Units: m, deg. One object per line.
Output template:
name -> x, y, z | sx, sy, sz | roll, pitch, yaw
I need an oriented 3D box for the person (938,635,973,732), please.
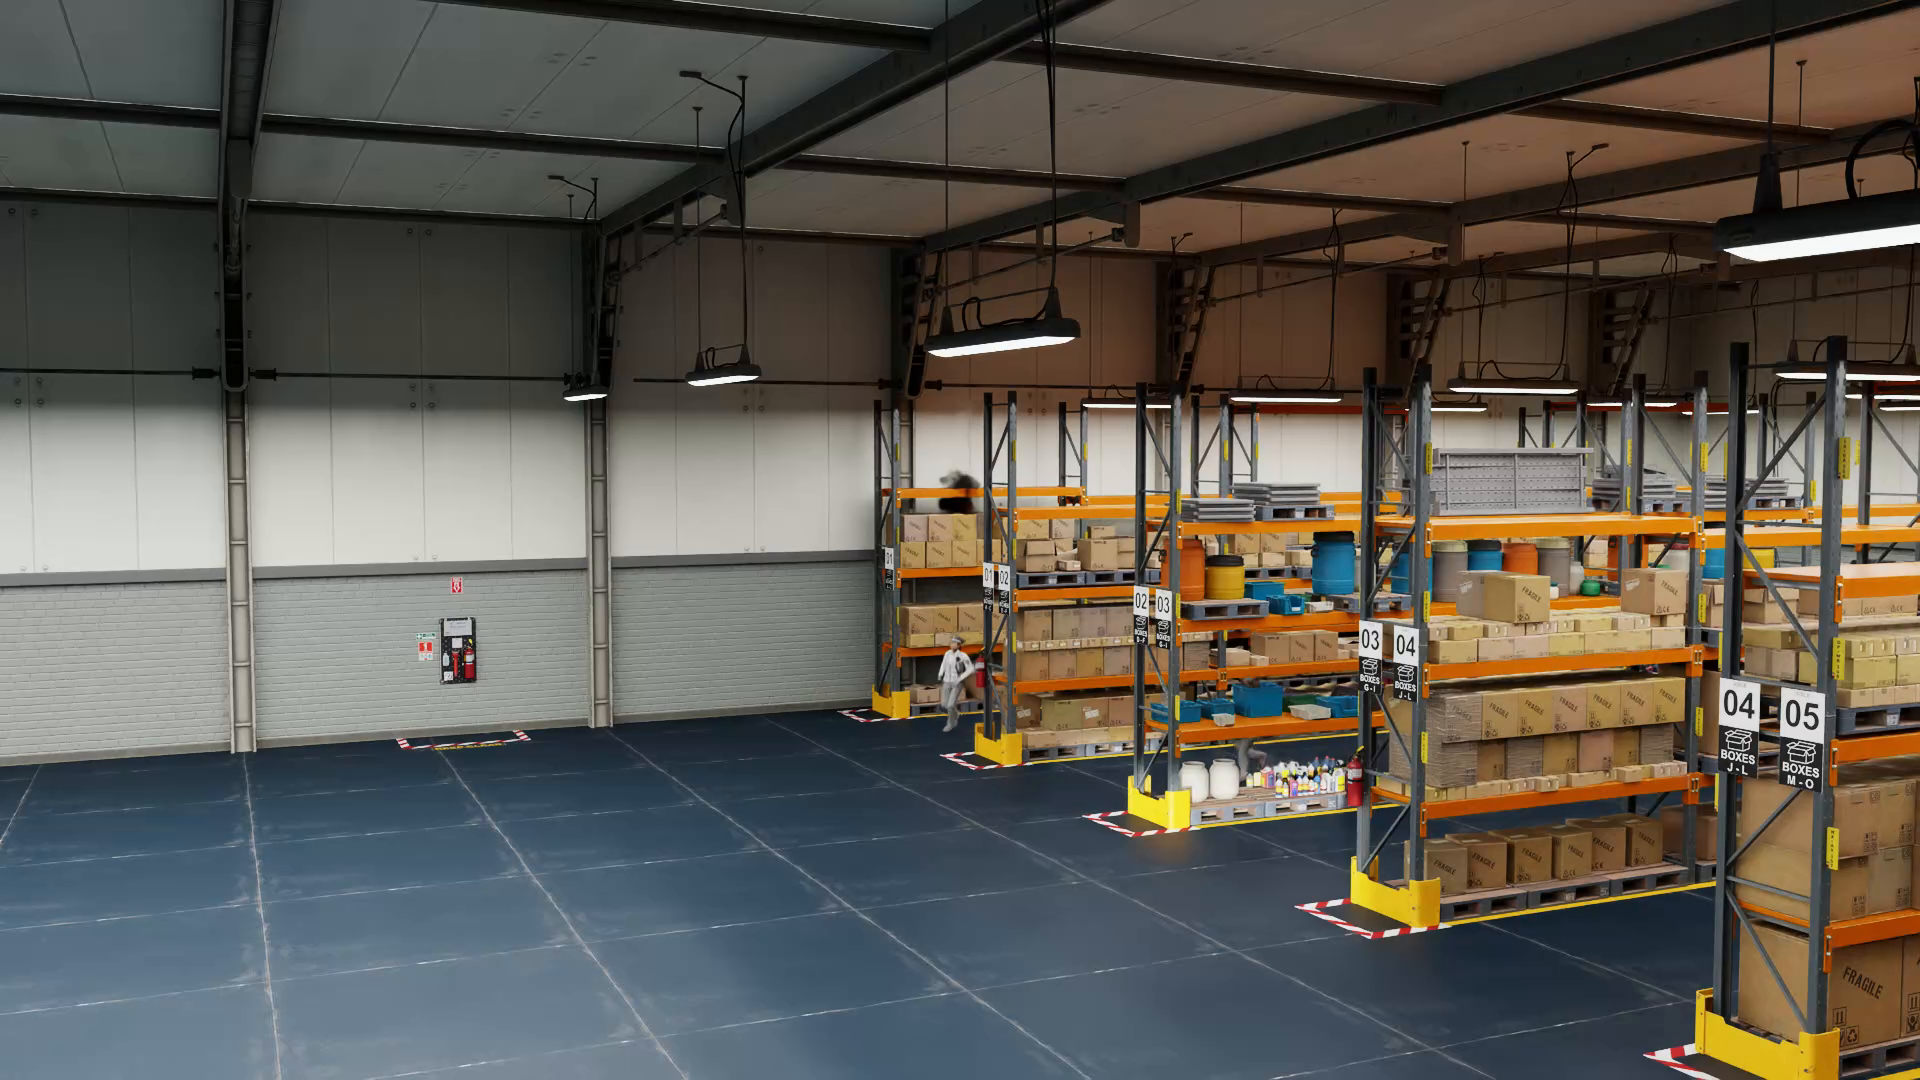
person -> -0.083, 2.431, 28.385 | 0.645, 1.647, 0.490 | 2, 4, 32

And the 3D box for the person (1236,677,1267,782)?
person -> 4.468, 2.890, 25.424 | 0.681, 1.627, 0.598 | -2, 4, -30
